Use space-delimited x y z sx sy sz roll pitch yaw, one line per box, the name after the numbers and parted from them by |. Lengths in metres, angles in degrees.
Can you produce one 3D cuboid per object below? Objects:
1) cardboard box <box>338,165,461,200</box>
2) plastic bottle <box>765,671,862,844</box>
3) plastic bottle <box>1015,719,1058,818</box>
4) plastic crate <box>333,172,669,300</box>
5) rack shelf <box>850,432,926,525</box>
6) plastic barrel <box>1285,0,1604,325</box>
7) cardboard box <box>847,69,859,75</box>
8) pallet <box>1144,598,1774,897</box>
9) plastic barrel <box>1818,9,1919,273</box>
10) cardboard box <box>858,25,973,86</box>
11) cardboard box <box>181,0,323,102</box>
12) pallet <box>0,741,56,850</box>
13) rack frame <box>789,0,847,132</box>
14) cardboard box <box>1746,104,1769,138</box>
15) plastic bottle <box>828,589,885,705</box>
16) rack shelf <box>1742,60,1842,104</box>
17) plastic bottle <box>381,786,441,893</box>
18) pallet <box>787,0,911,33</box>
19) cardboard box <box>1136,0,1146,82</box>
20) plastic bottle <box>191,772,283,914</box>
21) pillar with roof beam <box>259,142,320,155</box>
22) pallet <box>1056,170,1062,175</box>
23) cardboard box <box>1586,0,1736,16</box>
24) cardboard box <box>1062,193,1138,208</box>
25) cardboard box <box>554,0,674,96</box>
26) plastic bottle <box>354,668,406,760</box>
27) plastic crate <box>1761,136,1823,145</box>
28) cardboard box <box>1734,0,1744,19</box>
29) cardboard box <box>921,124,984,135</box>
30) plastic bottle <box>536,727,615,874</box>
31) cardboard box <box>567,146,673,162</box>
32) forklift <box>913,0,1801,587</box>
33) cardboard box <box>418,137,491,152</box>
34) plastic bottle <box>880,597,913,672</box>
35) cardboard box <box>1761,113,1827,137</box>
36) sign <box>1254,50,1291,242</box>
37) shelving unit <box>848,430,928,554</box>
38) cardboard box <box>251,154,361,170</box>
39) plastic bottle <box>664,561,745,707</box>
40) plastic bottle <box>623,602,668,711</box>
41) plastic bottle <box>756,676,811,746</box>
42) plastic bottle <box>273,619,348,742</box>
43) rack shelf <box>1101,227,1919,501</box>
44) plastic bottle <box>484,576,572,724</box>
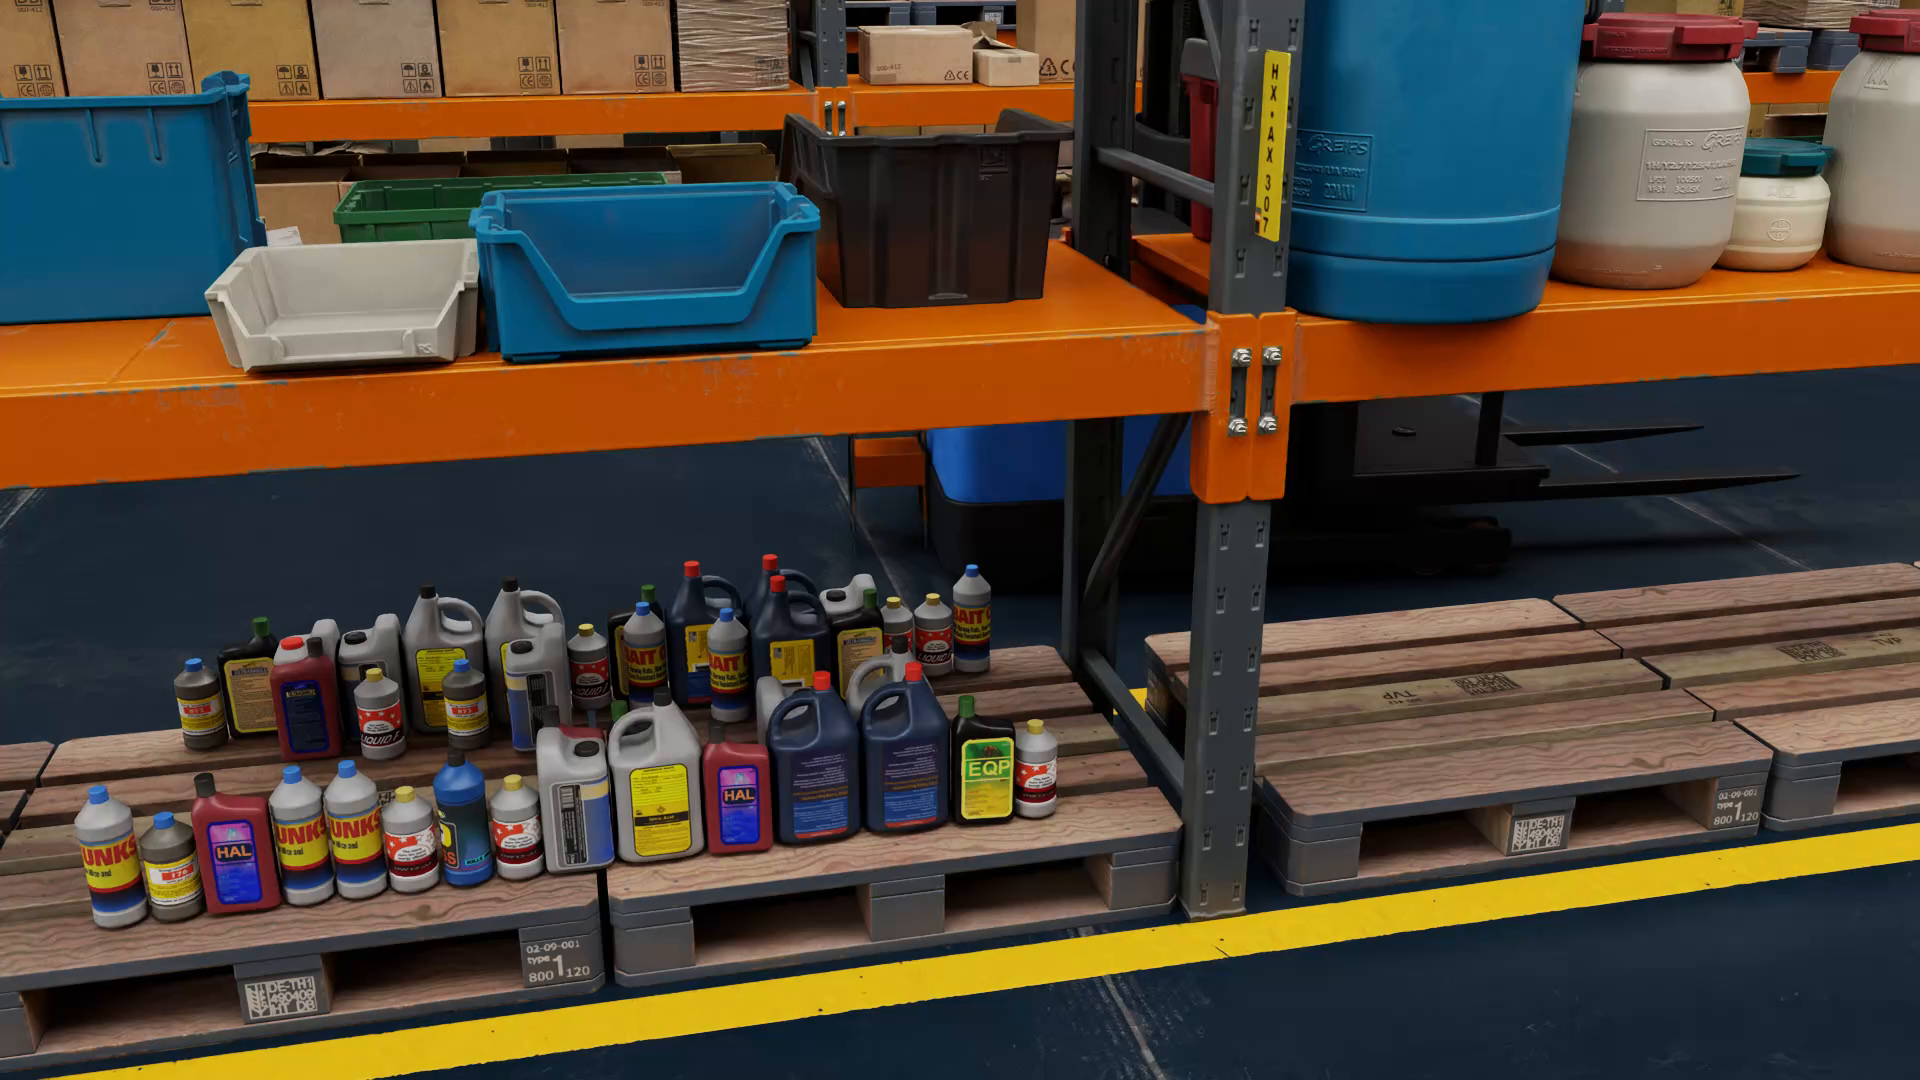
-2.554 -1.444 7.692 0.500 0.500 0.500 -5 21 -12 | cardboard box
-0.306 0.442 3.459 0.185 0.351 0.144 -6 21 -15 | plastic bottle
0.160 0.482 3.566 0.097 0.201 0.097 0 20 0 | plastic bottle
-0.944 -0.646 3.524 0.662 0.188 0.450 -5 21 -12 | plastic crate
-0.250 -0.214 5.711 0.240 0.259 0.215 -3 20 -7 | rack shelf
0.887 -0.923 3.244 0.708 0.901 0.600 -5 21 -12 | plastic barrel
-0.698 -3.559 13.074 0.500 0.250 0.500 -5 21 -14 | cardboard box
1.197 0.476 4.208 1.213 0.211 1.003 -5 21 -12 | pallet
2.137 -0.882 3.665 0.433 0.535 0.433 0 20 0 | plastic barrel
-0.226 -2.400 8.222 0.500 0.250 0.500 -3 20 -9 | cardboard box
-3.135 -2.260 7.478 0.500 0.500 0.700 -5 21 -12 | cardboard box
-2.596 0.784 3.369 1.213 0.211 1.003 -5 21 -12 | pallet
-0.695 -2.416 8.050 0.127 3.000 1.000 -5 21 -12 | rack frame
6.699 -3.756 14.730 0.500 0.500 0.700 -4 21 -12 | cardboard box
-0.253 0.260 4.054 0.133 0.283 0.061 -5 21 -12 | plastic bottle
5.144 -2.554 9.470 4.000 0.370 1.077 -5 21 -12 | rack shelf
-1.088 0.584 3.289 0.097 0.201 0.097 0 20 0 | plastic bottle
-1.061 -3.996 12.641 1.213 0.211 1.003 -5 21 -12 | pallet
1.057 -2.600 8.406 0.500 0.500 0.500 -5 21 -12 | cardboard box
-1.390 0.576 3.190 0.133 0.283 0.061 -4 21 -12 | plastic bottle
-4.258 -5.479 7.688 0.400 9.000 9.100 -5 21 -12 | pillar with roof beam
0.109 -2.925 13.492 1.213 0.211 1.003 -5 21 -12 | pallet
3.785 -3.065 9.064 0.500 0.500 0.700 -12 24 -31 | cardboard box
0.757 -1.614 8.433 0.500 0.311 0.500 -5 21 -14 | cardboard box
-1.637 -2.382 7.812 0.500 0.500 0.700 -5 21 -13 | cardboard box
-1.331 0.392 3.811 0.097 0.201 0.097 0 20 0 | plastic bottle
2.071 -0.891 4.194 0.662 0.188 0.450 -5 21 -12 | plastic crate
6.479 -4.886 14.355 0.700 0.700 0.980 -4 21 -12 | cardboard box
-0.128 -3.256 13.335 0.500 0.500 0.700 -4 21 -12 | cardboard box
-0.779 0.514 3.371 0.135 0.276 0.152 -4 21 -11 | plastic bottle
-1.703 -1.701 8.393 0.500 0.500 0.500 -5 21 -12 | cardboard box
1.386 -1.438 5.478 3.031 2.935 1.130 -3 20 -7 | forklift
-3.757 -2.902 12.369 0.500 0.500 0.700 -6 21 -16 | cardboard box
-0.167 0.244 4.217 0.097 0.201 0.097 0 20 0 | plastic bottle
5.103 -2.359 9.797 0.500 0.250 0.500 -5 21 -14 | cardboard box
0.557 -0.703 2.970 0.005 0.325 0.100 -5 21 -12 | sign
-0.250 -0.485 5.612 0.252 1.050 0.215 -3 20 -7 | shelving unit
-3.164 -1.584 8.075 0.500 0.500 0.500 -5 21 -12 | cardboard box
-0.623 0.219 4.067 0.185 0.351 0.144 -6 21 -15 | plastic bottle
-0.758 0.281 4.015 0.097 0.271 0.097 0 20 0 | plastic bottle
-0.364 0.429 3.602 0.135 0.276 0.152 -5 21 -12 | plastic bottle
-1.513 0.328 3.879 0.135 0.276 0.152 -4 21 -12 | plastic bottle
2.388 -0.579 4.079 4.000 0.370 1.077 -5 21 -12 | rack shelf
-1.037 0.253 3.975 0.185 0.351 0.144 -5 21 -13 | plastic bottle
